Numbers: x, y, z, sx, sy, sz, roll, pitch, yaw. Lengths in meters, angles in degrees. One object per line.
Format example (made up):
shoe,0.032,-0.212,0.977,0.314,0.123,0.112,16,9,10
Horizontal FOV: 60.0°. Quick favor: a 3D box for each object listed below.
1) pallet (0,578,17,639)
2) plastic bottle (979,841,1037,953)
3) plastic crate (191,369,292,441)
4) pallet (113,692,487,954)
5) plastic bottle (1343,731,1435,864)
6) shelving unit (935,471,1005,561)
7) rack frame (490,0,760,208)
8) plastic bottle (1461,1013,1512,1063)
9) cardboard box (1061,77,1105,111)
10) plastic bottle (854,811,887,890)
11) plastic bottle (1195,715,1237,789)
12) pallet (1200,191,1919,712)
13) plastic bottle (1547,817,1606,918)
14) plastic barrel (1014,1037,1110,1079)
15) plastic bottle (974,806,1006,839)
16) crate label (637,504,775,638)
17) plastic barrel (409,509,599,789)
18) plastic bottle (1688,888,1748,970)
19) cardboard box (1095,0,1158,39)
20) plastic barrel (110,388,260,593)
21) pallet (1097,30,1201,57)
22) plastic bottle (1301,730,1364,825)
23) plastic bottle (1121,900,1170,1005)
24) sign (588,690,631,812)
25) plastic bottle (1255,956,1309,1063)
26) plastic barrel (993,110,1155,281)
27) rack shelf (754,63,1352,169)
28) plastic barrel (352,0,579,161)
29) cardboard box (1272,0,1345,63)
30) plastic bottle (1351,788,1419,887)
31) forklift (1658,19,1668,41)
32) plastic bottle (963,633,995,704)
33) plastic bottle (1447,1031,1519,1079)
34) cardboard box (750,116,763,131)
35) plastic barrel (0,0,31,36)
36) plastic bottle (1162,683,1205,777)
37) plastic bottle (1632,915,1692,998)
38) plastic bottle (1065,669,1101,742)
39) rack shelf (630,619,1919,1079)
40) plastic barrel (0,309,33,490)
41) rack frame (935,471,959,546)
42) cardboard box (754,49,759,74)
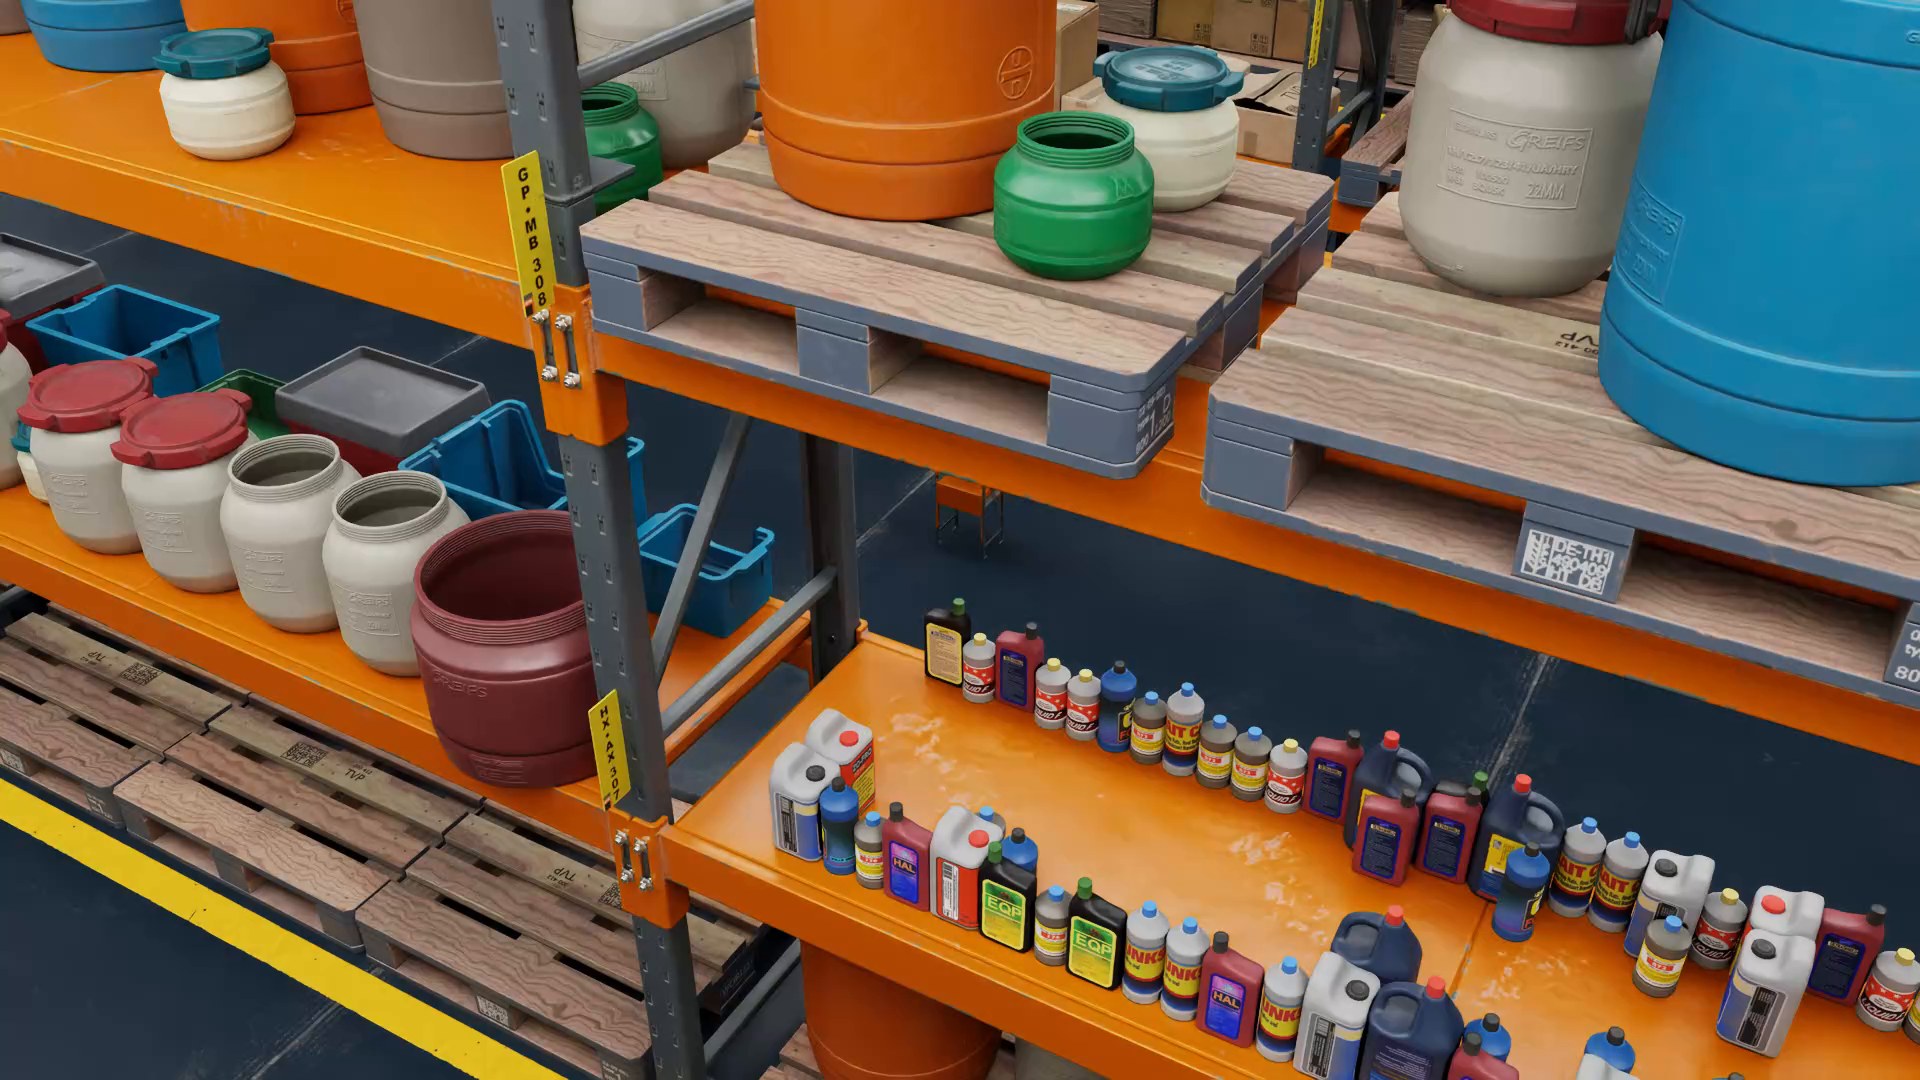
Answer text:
pallet,-4.633,0.180,7.289,1.213,0.211,1.003,18,37,24
plastic bottle,0.113,0.833,3.897,0.133,0.283,0.061,18,37,24
plastic crate,-2.419,-0.344,5.752,0.662,0.188,0.450,18,37,24
pallet,-2.307,0.917,6.182,1.213,0.211,1.003,18,37,24
plastic bottle,1.075,0.629,4.144,0.185,0.351,0.144,18,37,24
shelving unit,0.046,-0.422,7.437,0.252,1.050,0.215,18,37,24
rack frame,-0.598,-2.173,2.894,0.127,3.000,1.000,18,37,24
plastic bottle,1.099,1.100,3.507,0.097,0.271,0.097,0,34,0
cardboard box,0.728,-2.277,8.690,0.250,0.149,0.380,21,39,28
plastic bottle,-0.211,0.753,4.092,0.097,0.201,0.097,0,34,0
plastic bottle,0.679,0.551,4.396,0.097,0.201,0.097,0,34,0
pallet,1.160,-0.225,2.845,1.213,0.211,1.003,18,37,24
plastic bottle,1.485,0.777,3.993,0.097,0.271,0.097,0,34,0
plastic barrel,0.370,1.424,4.771,0.421,0.512,0.421,0,34,0
plastic bottle,0.065,0.744,4.106,0.097,0.201,0.097,0,34,0
crate label,-0.778,0.098,5.048,0.416,0.233,0.303,18,37,24
plastic barrel,-1.151,0.286,4.492,0.708,0.536,0.600,18,37,24
plastic bottle,1.771,0.897,3.876,0.097,0.201,0.097,0,34,0
cardboard box,1.492,-4.491,13.647,0.500,0.500,0.700,19,38,26
plastic barrel,-2.337,-0.143,5.136,0.433,0.535,0.433,0,34,0
pallet,1.521,-4.169,13.820,1.213,0.211,1.003,18,37,24
plastic bottle,0.957,0.593,4.258,0.133,0.283,0.061,18,37,24
plastic bottle,0.422,0.925,3.771,0.097,0.271,0.097,0,34,0
sign,-0.865,0.523,4.111,0.005,0.325,0.100,18,37,24
plastic bottle,0.707,1.015,3.635,0.097,0.271,0.097,0,34,0
plastic barrel,0.208,-0.632,3.048,0.294,0.245,0.294,0,34,0
rack shelf,0.126,-2.309,9.160,4.000,0.370,1.077,18,37,24
plastic barrel,-1.203,-1.463,4.082,0.600,0.901,0.600,0,34,0
cardboard box,2.832,-4.079,13.028,0.500,0.500,0.700,17,37,24
plastic bottle,1.046,0.713,4.078,0.133,0.283,0.061,18,37,24
forklift,3.972,-3.202,9.914,1.130,2.935,3.031,5,34,7
plastic bottle,0.056,0.353,4.692,0.097,0.201,0.097,0,34,0
plastic bottle,1.075,1.138,3.439,0.133,0.283,0.061,18,37,24
cardboard box,-1.116,-2.449,10.317,0.500,0.311,0.500,18,37,24
plastic barrel,-2.954,-2.018,4.915,0.600,0.901,0.600,0,34,0
plastic bottle,0.594,0.495,4.417,0.097,0.271,0.097,0,34,0
plastic bottle,1.611,0.943,3.807,0.097,0.201,0.097,0,34,0
plastic bottle,0.341,0.444,4.557,0.097,0.201,0.097,0,34,0
rack shelf,1.138,1.174,3.930,4.000,0.370,1.077,18,37,24
plastic barrel,-3.349,-0.464,5.617,0.433,0.535,0.433,0,34,0
rack frame,-0.059,-0.456,7.487,0.008,1.050,0.200,18,37,24
cardboard box,-0.942,-2.712,9.343,0.250,0.149,0.380,18,37,24
